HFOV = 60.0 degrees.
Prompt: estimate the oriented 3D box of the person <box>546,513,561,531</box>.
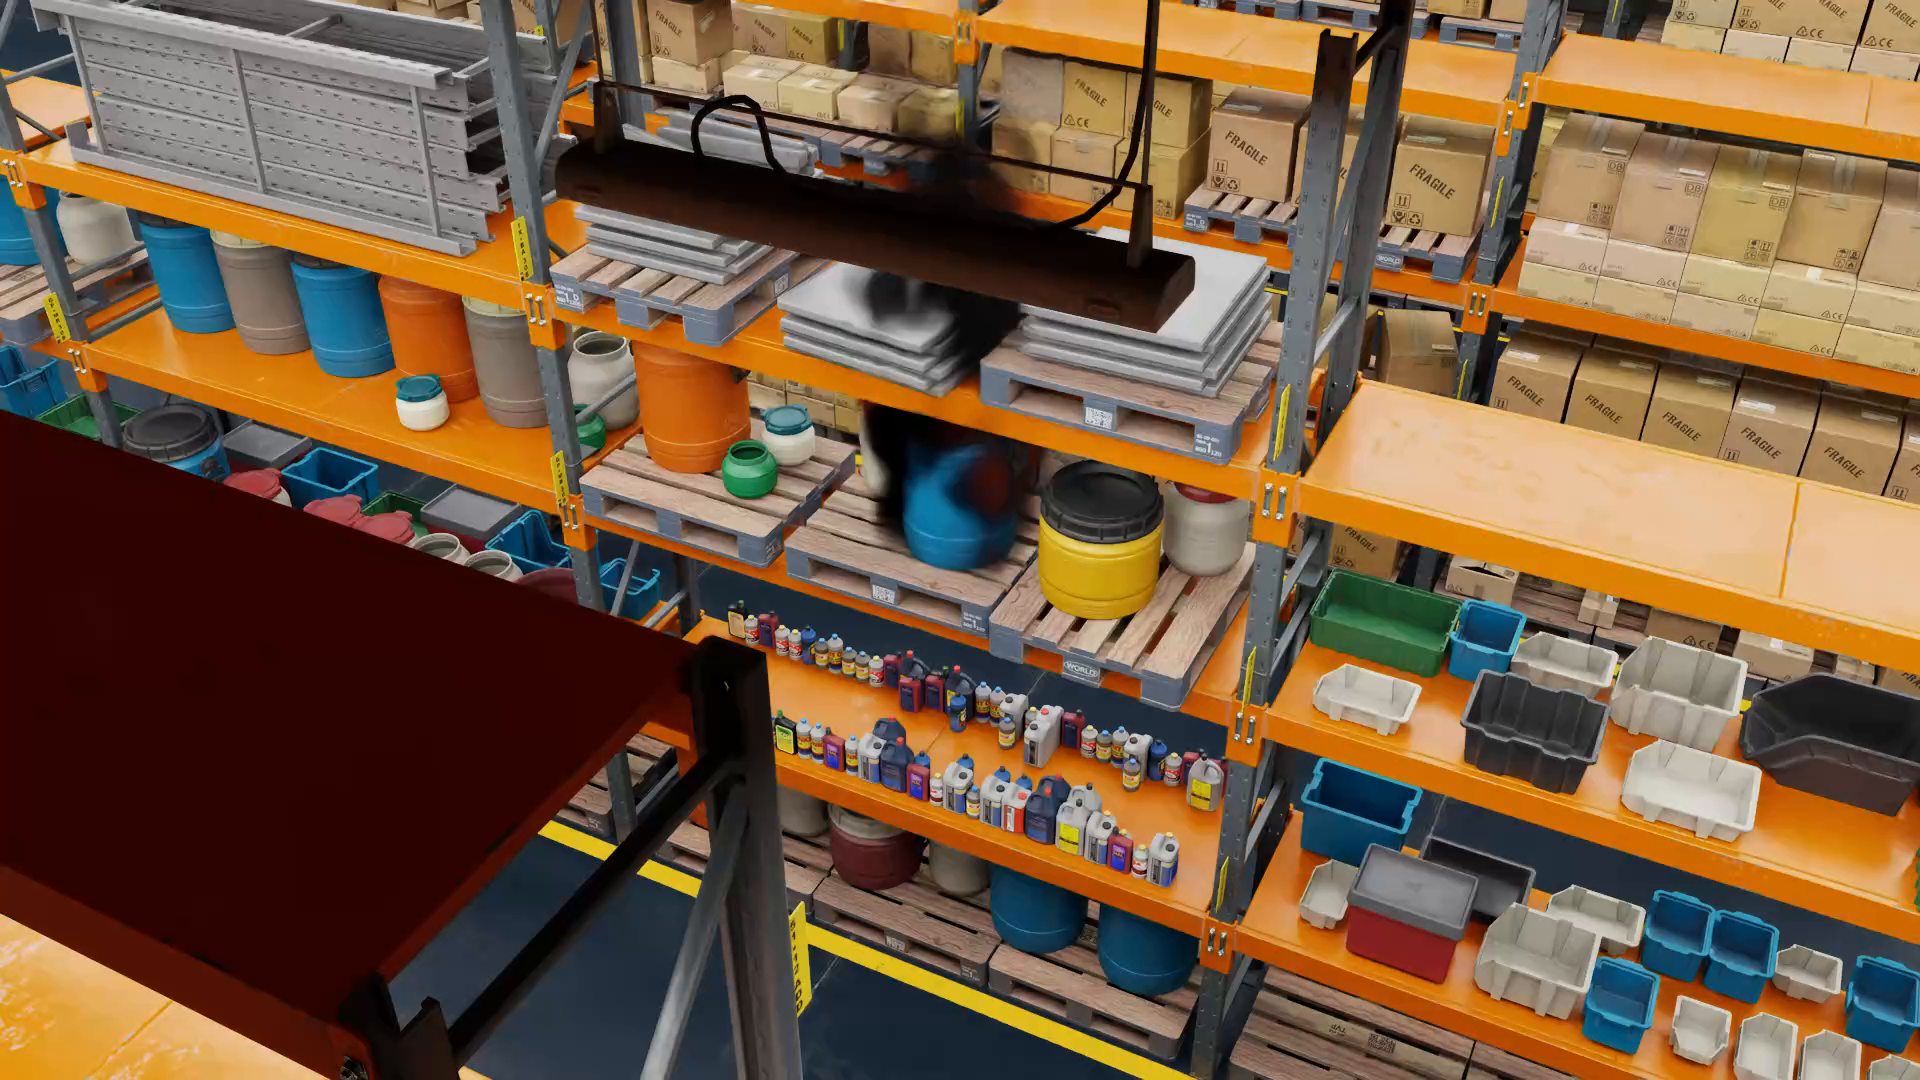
[{"bbox_3d":[-3.336,-0.704,13.451,0.724,1.697,0.544,11,37,15],"label":"person"}]
